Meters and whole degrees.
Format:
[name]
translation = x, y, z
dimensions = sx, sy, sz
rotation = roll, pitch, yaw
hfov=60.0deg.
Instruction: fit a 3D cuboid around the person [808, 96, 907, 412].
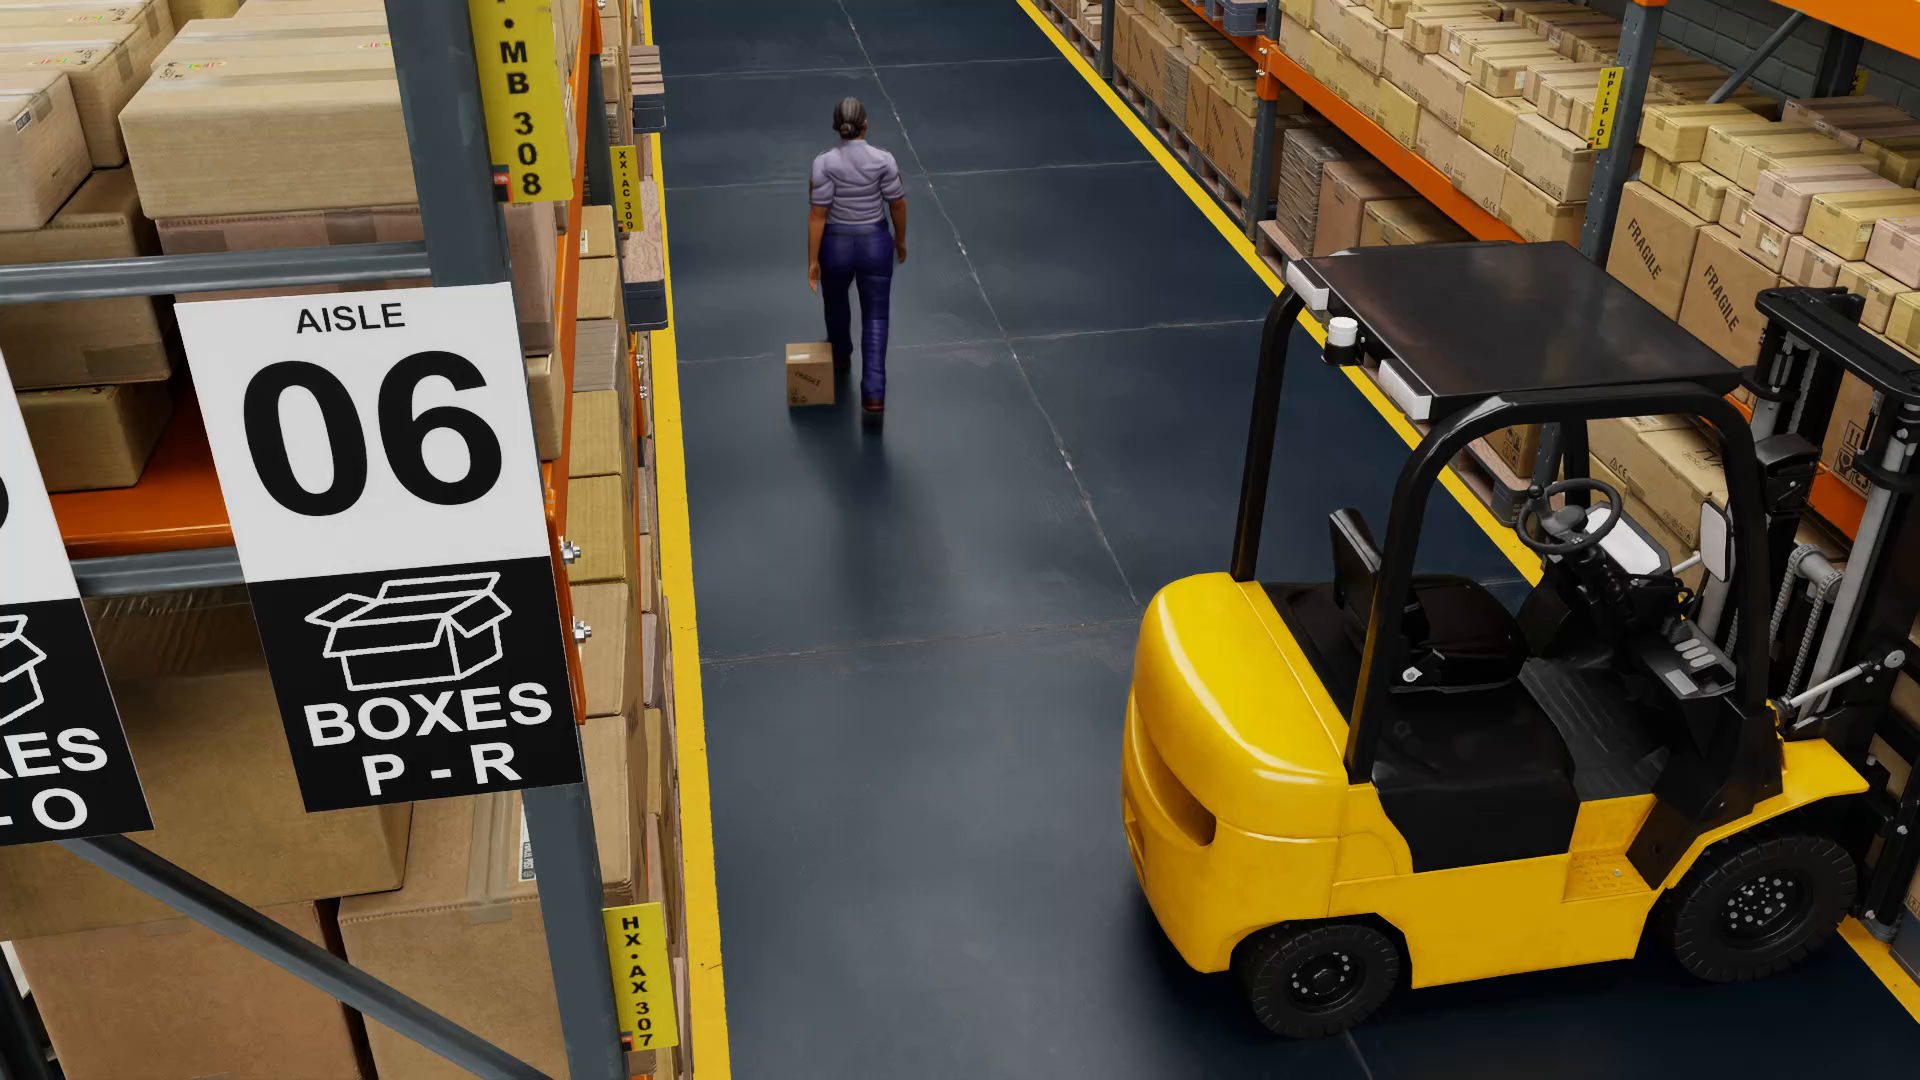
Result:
[person]
translation = -0.535, -1.525, 8.710
dimensions = 0.520, 1.595, 1.036
rotation = -2, 31, -3
